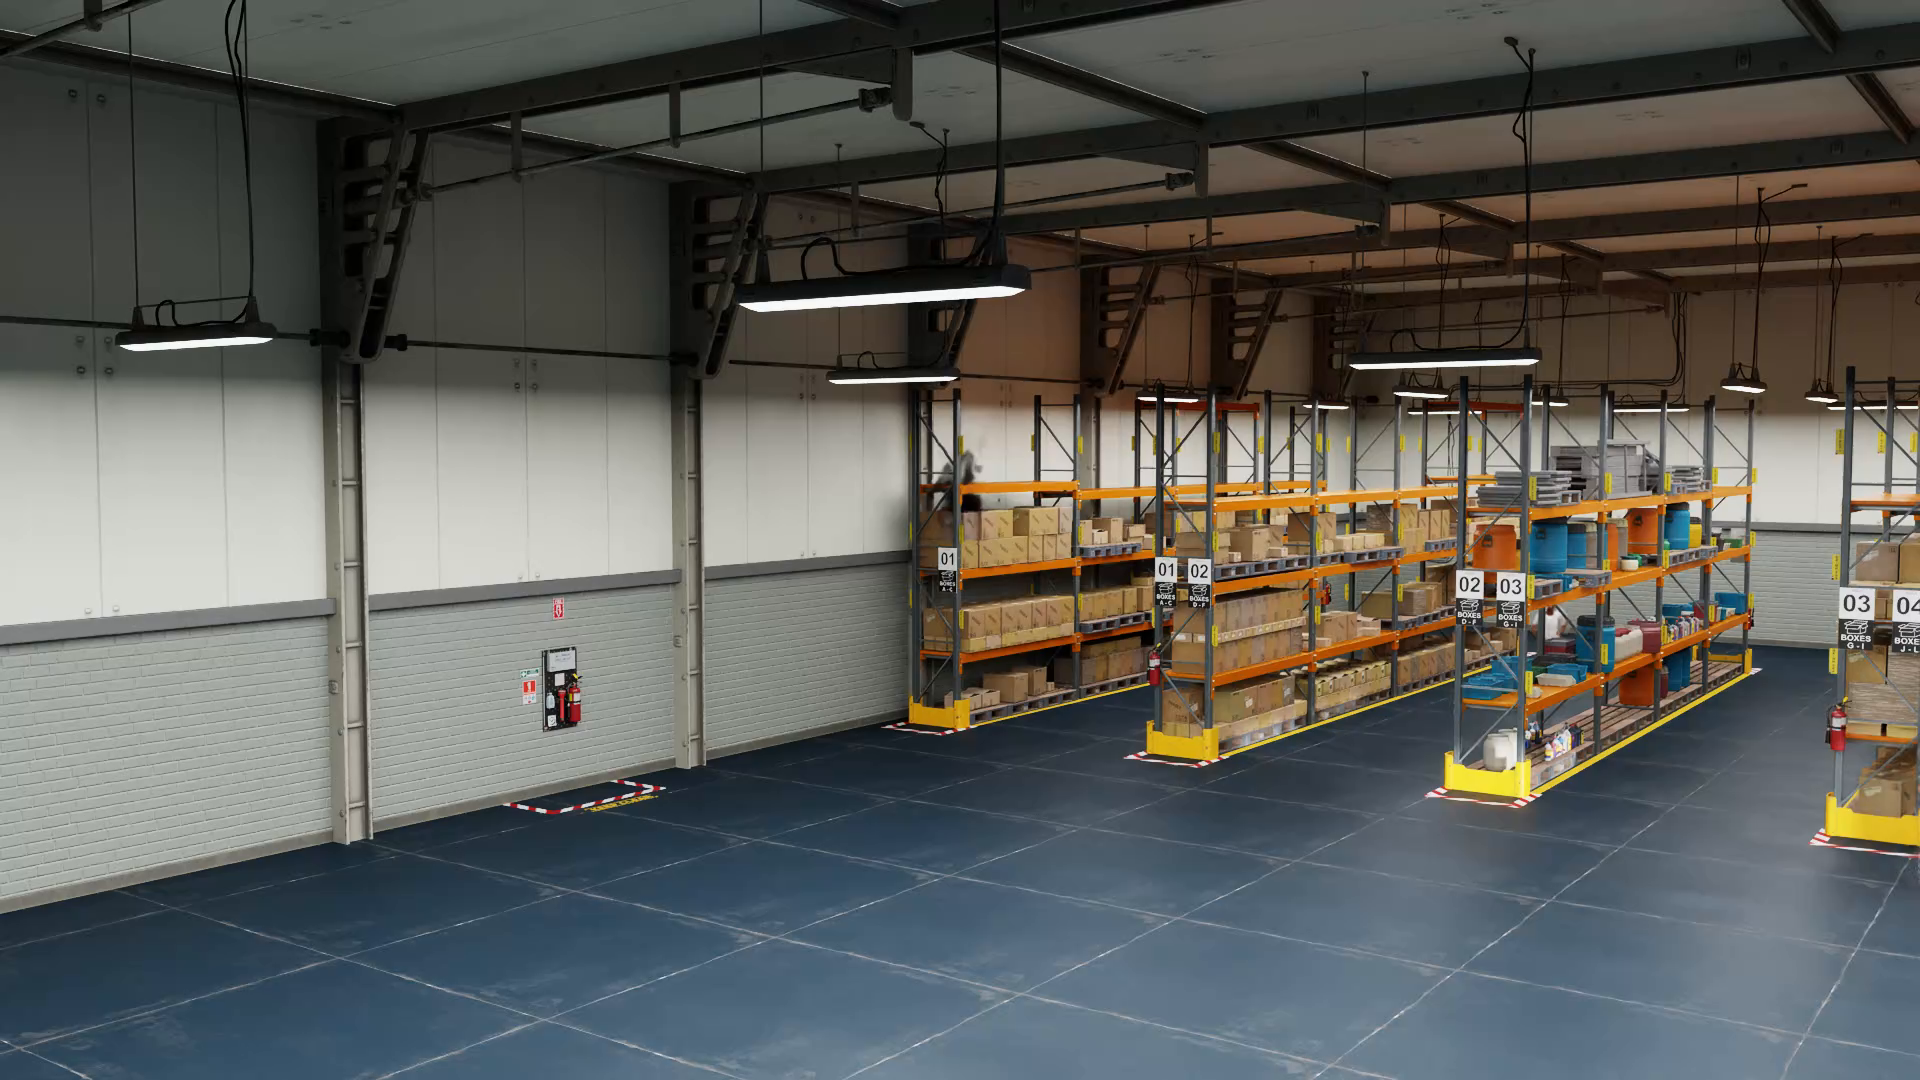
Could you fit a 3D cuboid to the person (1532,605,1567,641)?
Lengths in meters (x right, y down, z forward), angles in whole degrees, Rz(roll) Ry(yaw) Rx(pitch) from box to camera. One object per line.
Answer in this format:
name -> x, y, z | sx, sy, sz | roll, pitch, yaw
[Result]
person -> 12.619, 2.116, 35.629 | 0.702, 1.721, 0.589 | 1, 3, 21
